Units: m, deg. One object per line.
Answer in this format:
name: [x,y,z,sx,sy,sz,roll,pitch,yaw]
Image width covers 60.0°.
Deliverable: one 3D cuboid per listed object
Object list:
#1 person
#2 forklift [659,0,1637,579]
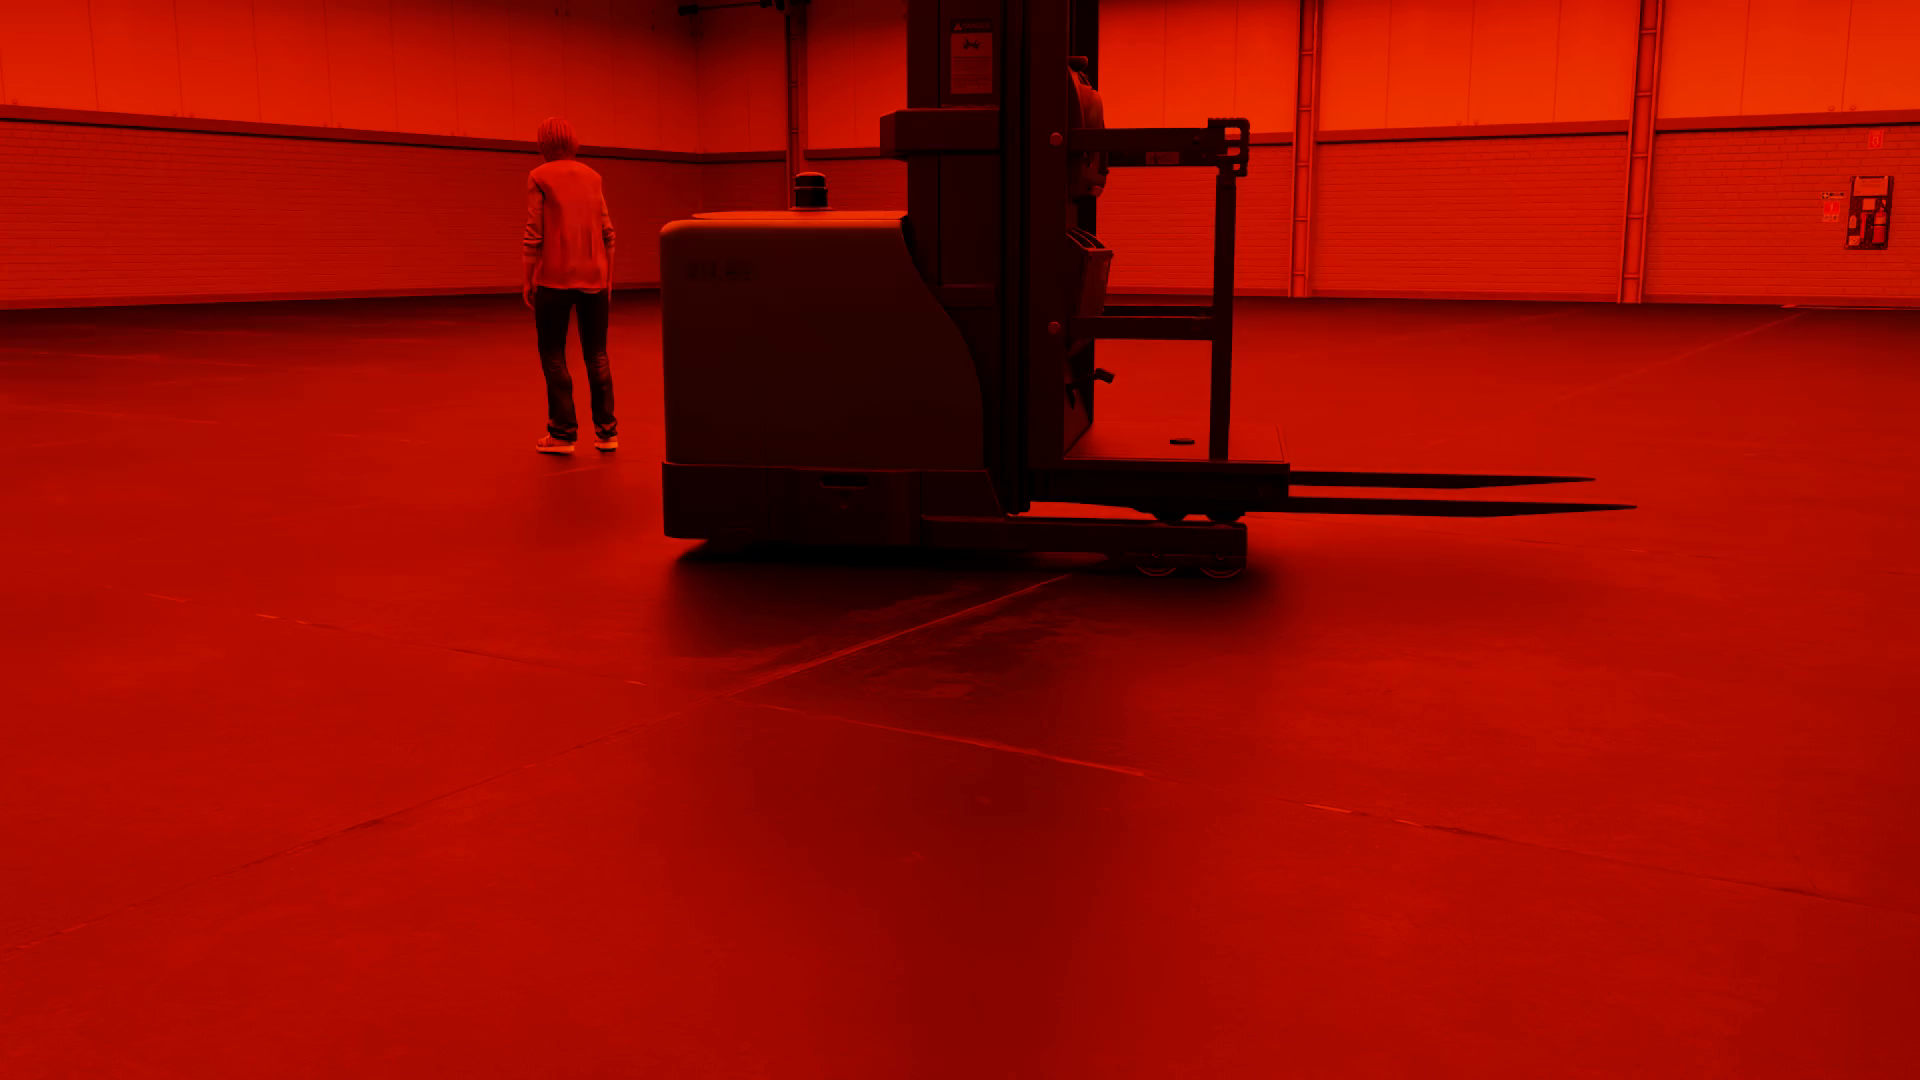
person: [-1.874,-1.215,7.994,0.464,1.592,0.345,-7,12,-35]
forklift: [0.600,-1.426,5.354,3.031,2.935,1.130,2,10,9]
